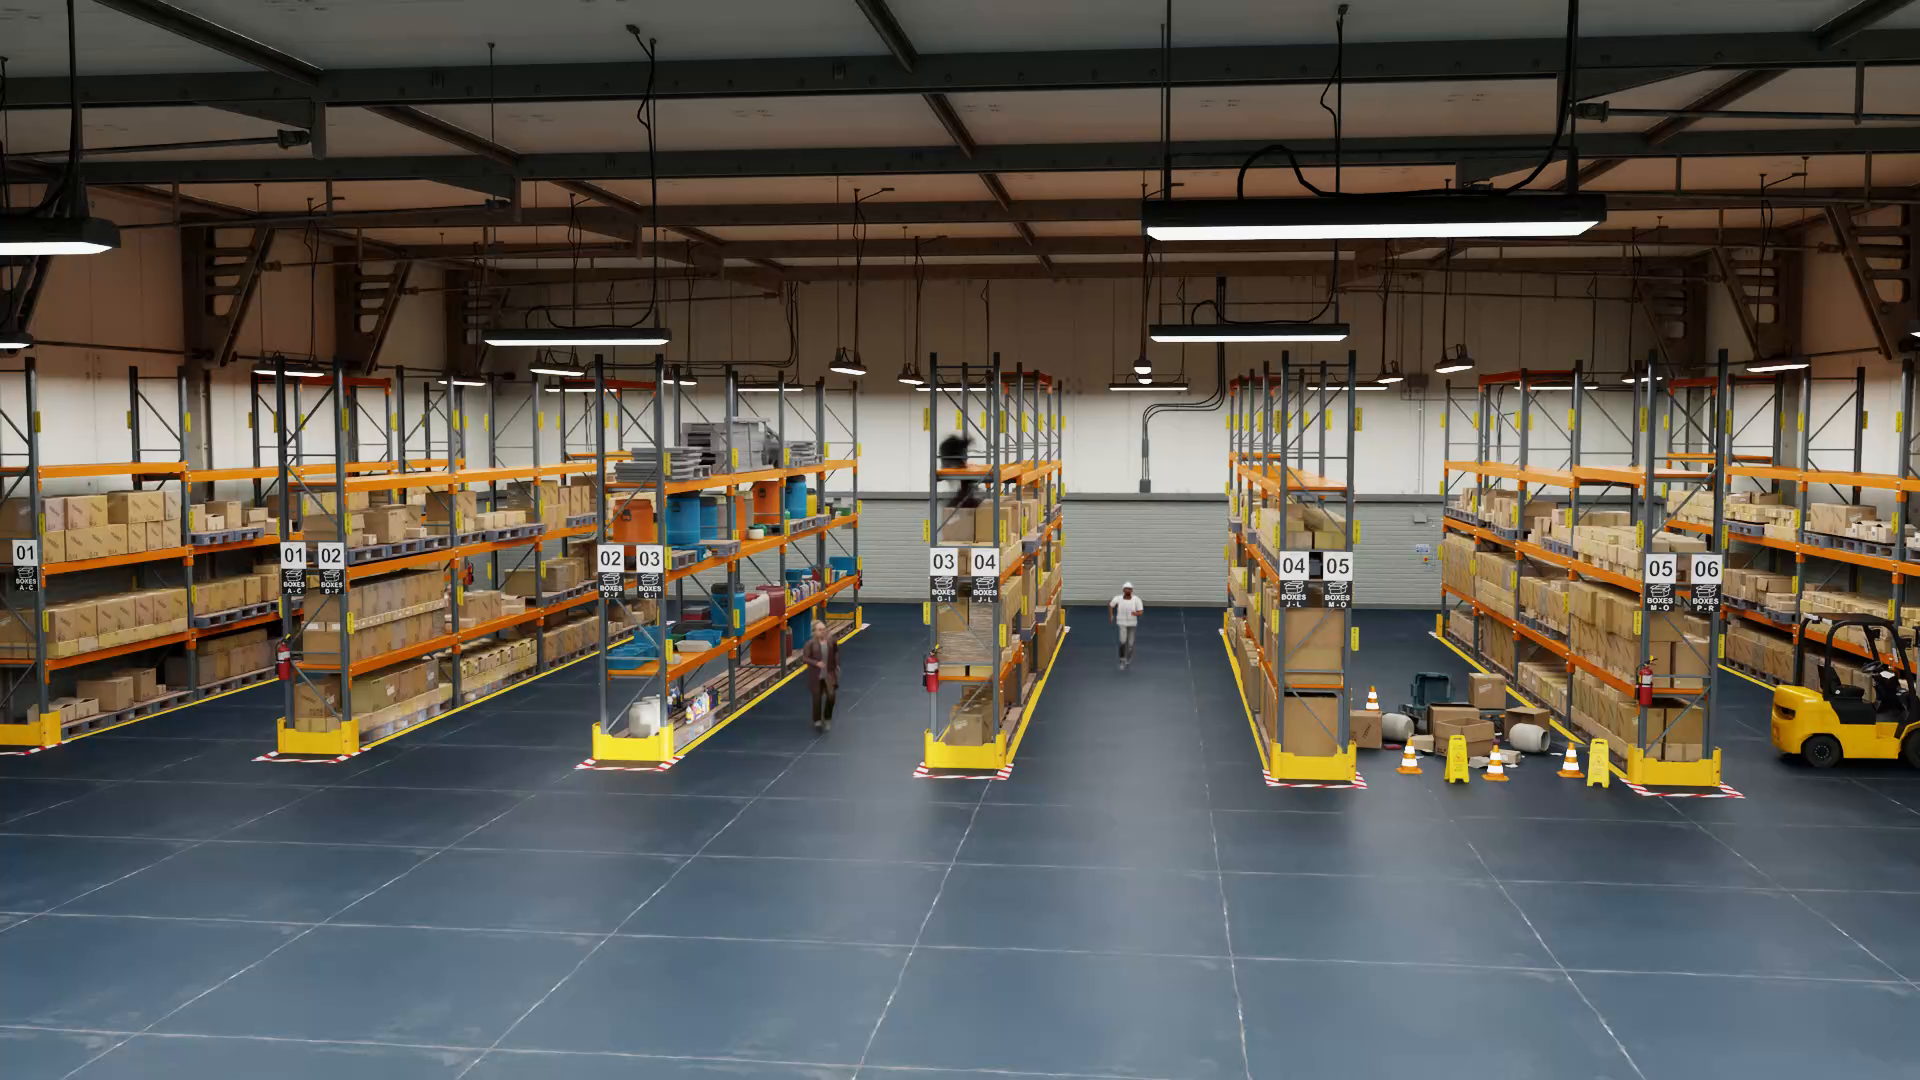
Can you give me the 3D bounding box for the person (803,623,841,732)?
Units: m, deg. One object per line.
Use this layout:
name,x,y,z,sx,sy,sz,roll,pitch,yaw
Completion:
person,-2.224,2.221,26.891,0.665,1.779,0.848,-1,4,-15

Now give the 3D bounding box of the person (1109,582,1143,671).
person,3.374,1.744,33.657,0.667,1.788,0.721,0,4,-3

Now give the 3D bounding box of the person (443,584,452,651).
person,-10.347,1.759,33.897,0.728,1.734,0.721,0,4,-5
